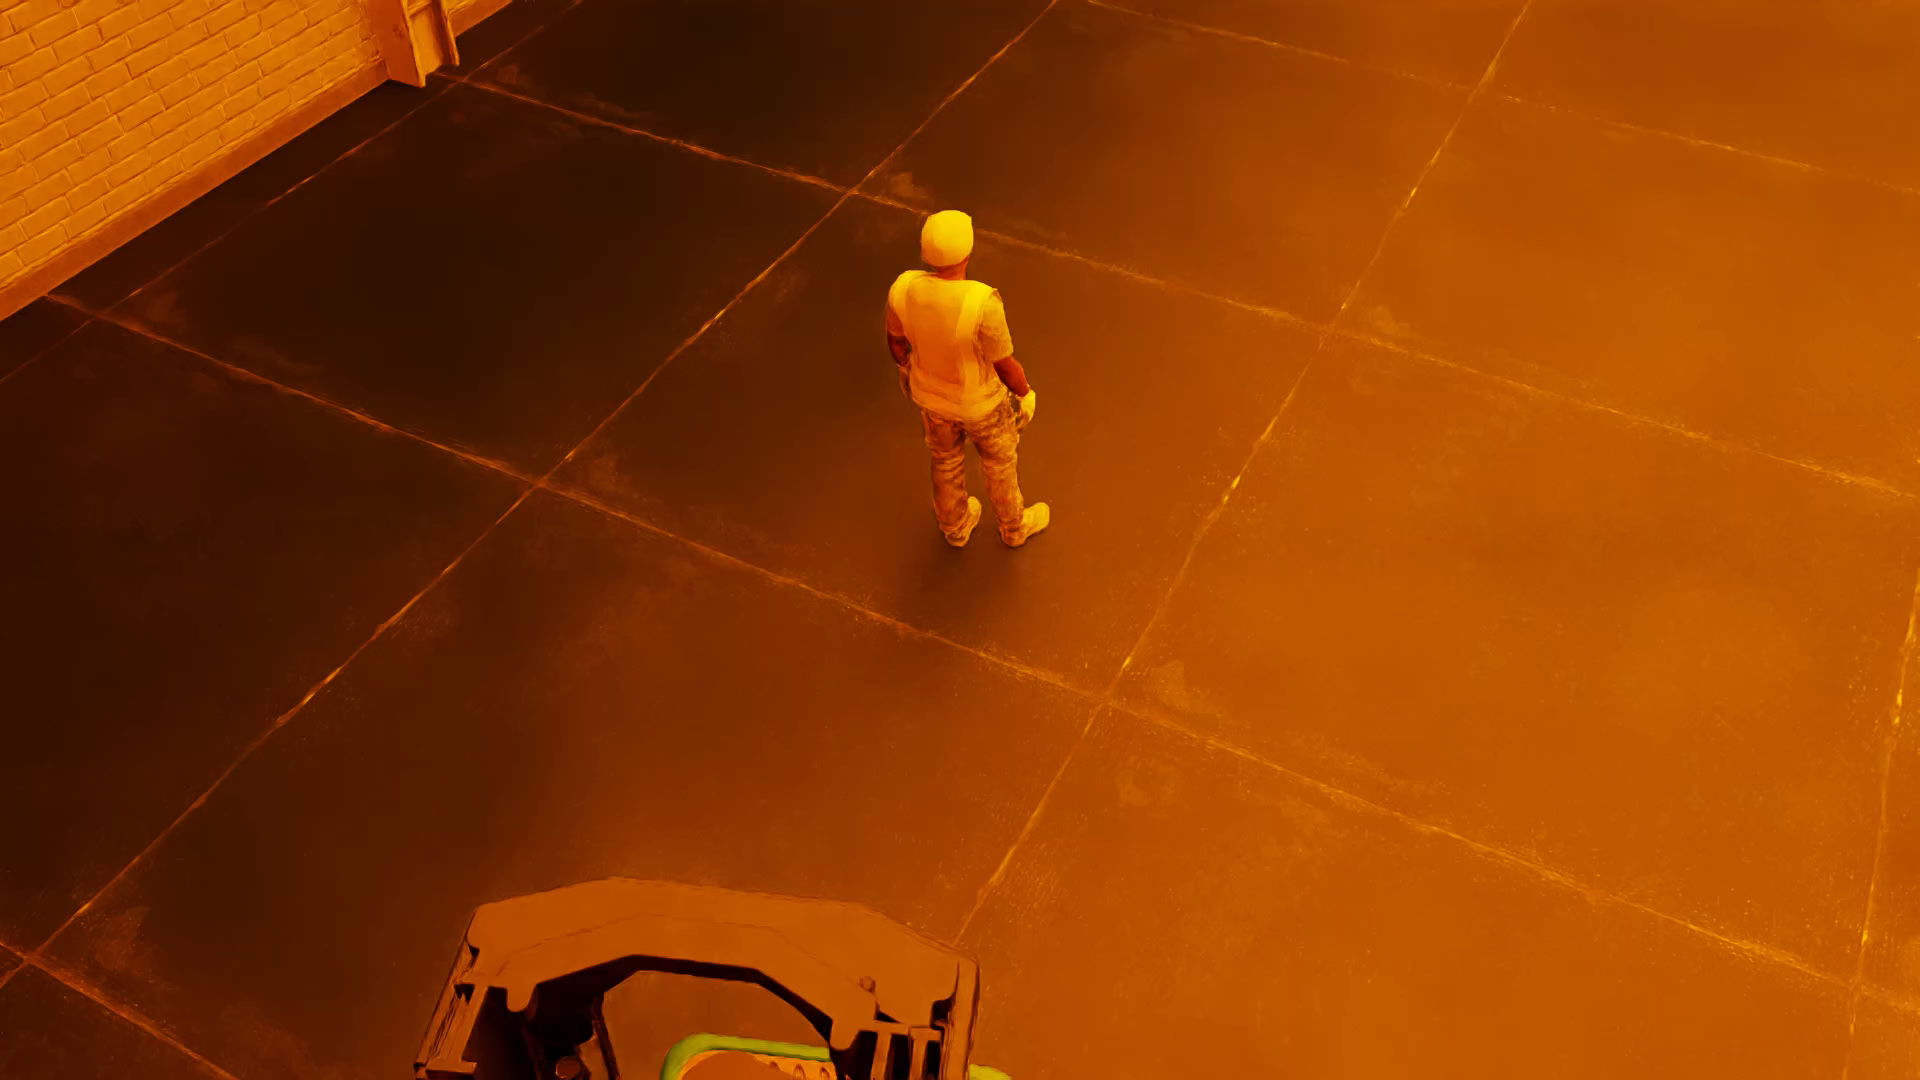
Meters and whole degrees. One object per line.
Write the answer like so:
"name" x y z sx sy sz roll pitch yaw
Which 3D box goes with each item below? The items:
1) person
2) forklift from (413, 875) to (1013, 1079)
"person" 0.041 -0.695 7.219 0.655 1.782 0.576 20 47 20
"forklift" -0.517 2.162 3.359 1.130 2.935 3.031 5 44 5
